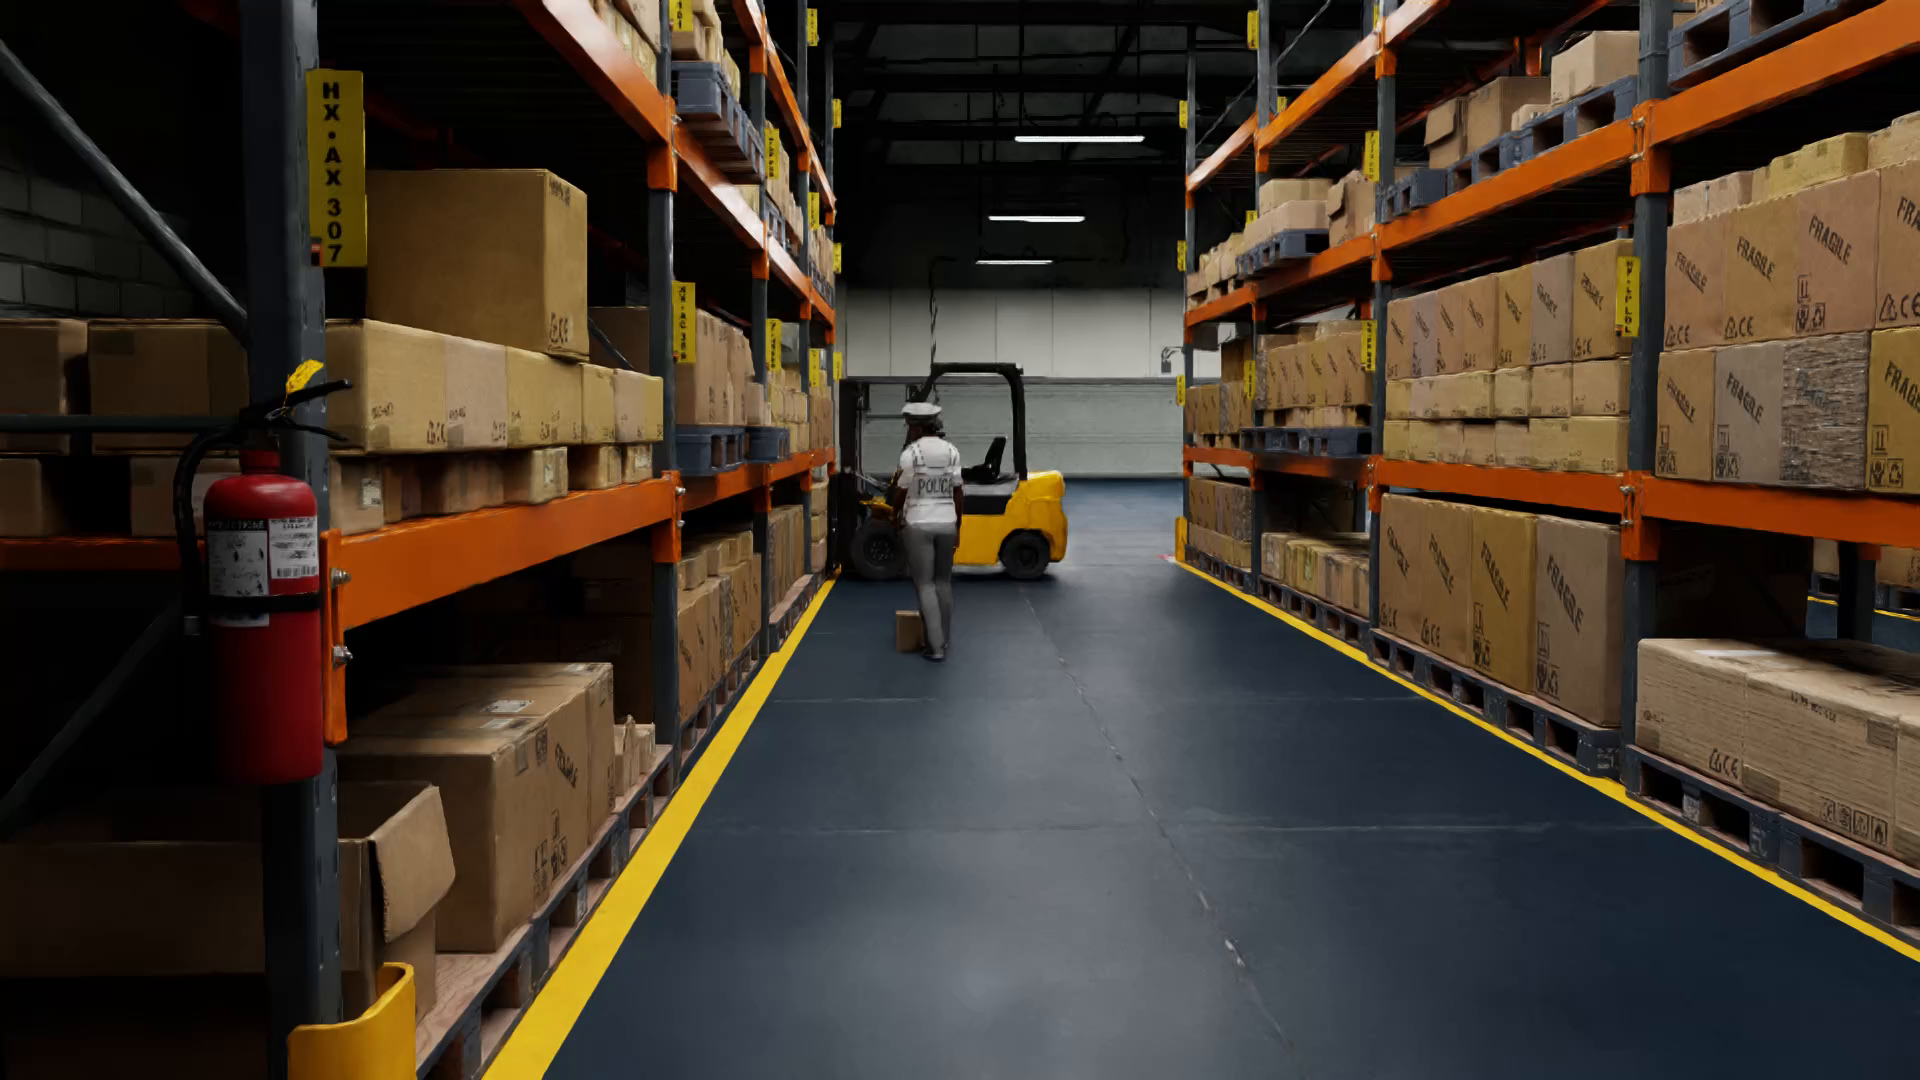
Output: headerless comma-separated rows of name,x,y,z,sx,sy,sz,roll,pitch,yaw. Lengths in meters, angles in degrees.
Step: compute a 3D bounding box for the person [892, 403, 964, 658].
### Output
person,-0.264,-0.068,10.936,0.468,1.662,0.584,-2,4,-30
